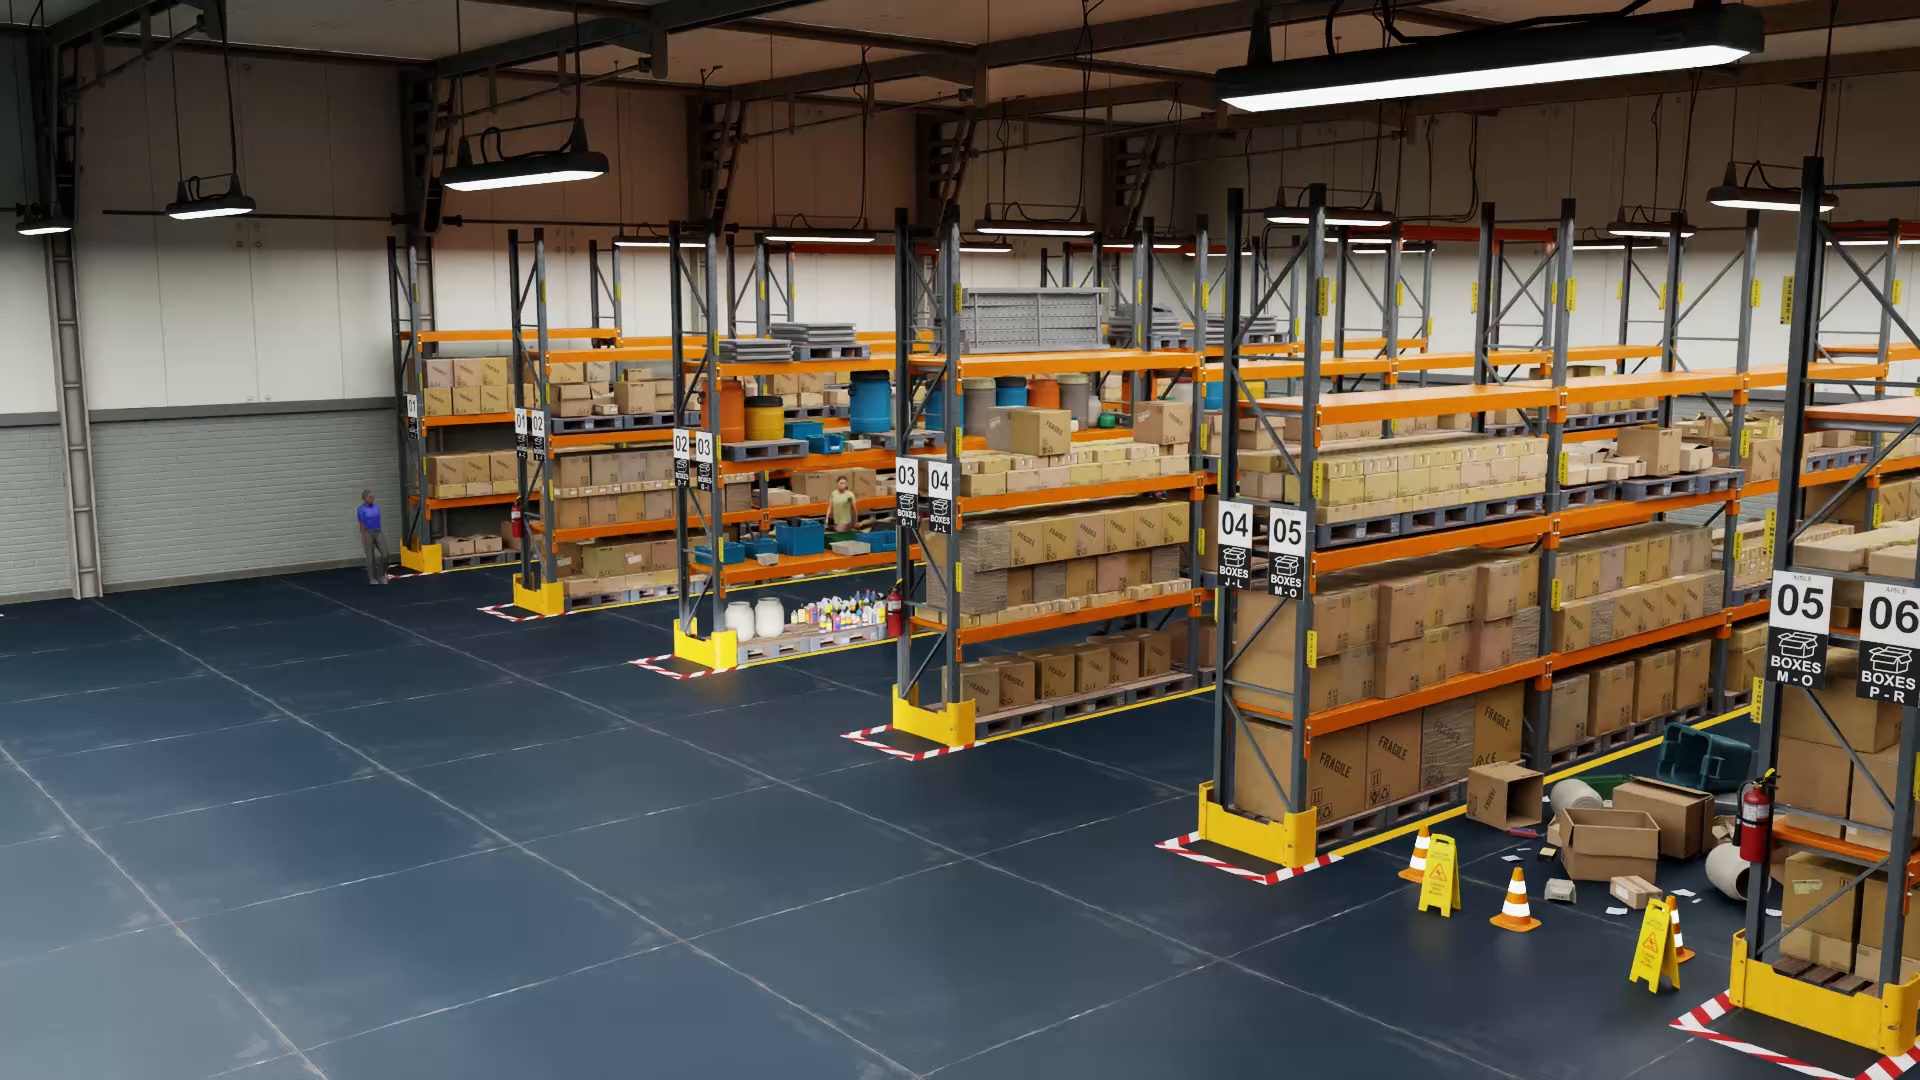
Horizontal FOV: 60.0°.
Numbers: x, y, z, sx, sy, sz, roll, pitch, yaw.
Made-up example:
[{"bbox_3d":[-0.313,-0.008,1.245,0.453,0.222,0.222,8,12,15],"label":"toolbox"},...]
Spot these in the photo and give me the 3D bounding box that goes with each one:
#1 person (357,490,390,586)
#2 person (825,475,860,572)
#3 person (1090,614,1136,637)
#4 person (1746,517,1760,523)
[{"bbox_3d":[-10.077,0.030,28.524,0.462,1.547,0.463,-6,11,-35],"label":"person"},{"bbox_3d":[-2.059,-0.298,28.485,1.007,1.628,0.406,-7,11,-37],"label":"person"},{"bbox_3d":[2.144,0.511,23.082,0.973,1.692,0.630,-6,11,-35],"label":"person"},{"bbox_3d":[12.292,0.422,25.760,0.479,1.594,0.429,-9,12,-44],"label":"person"}]
